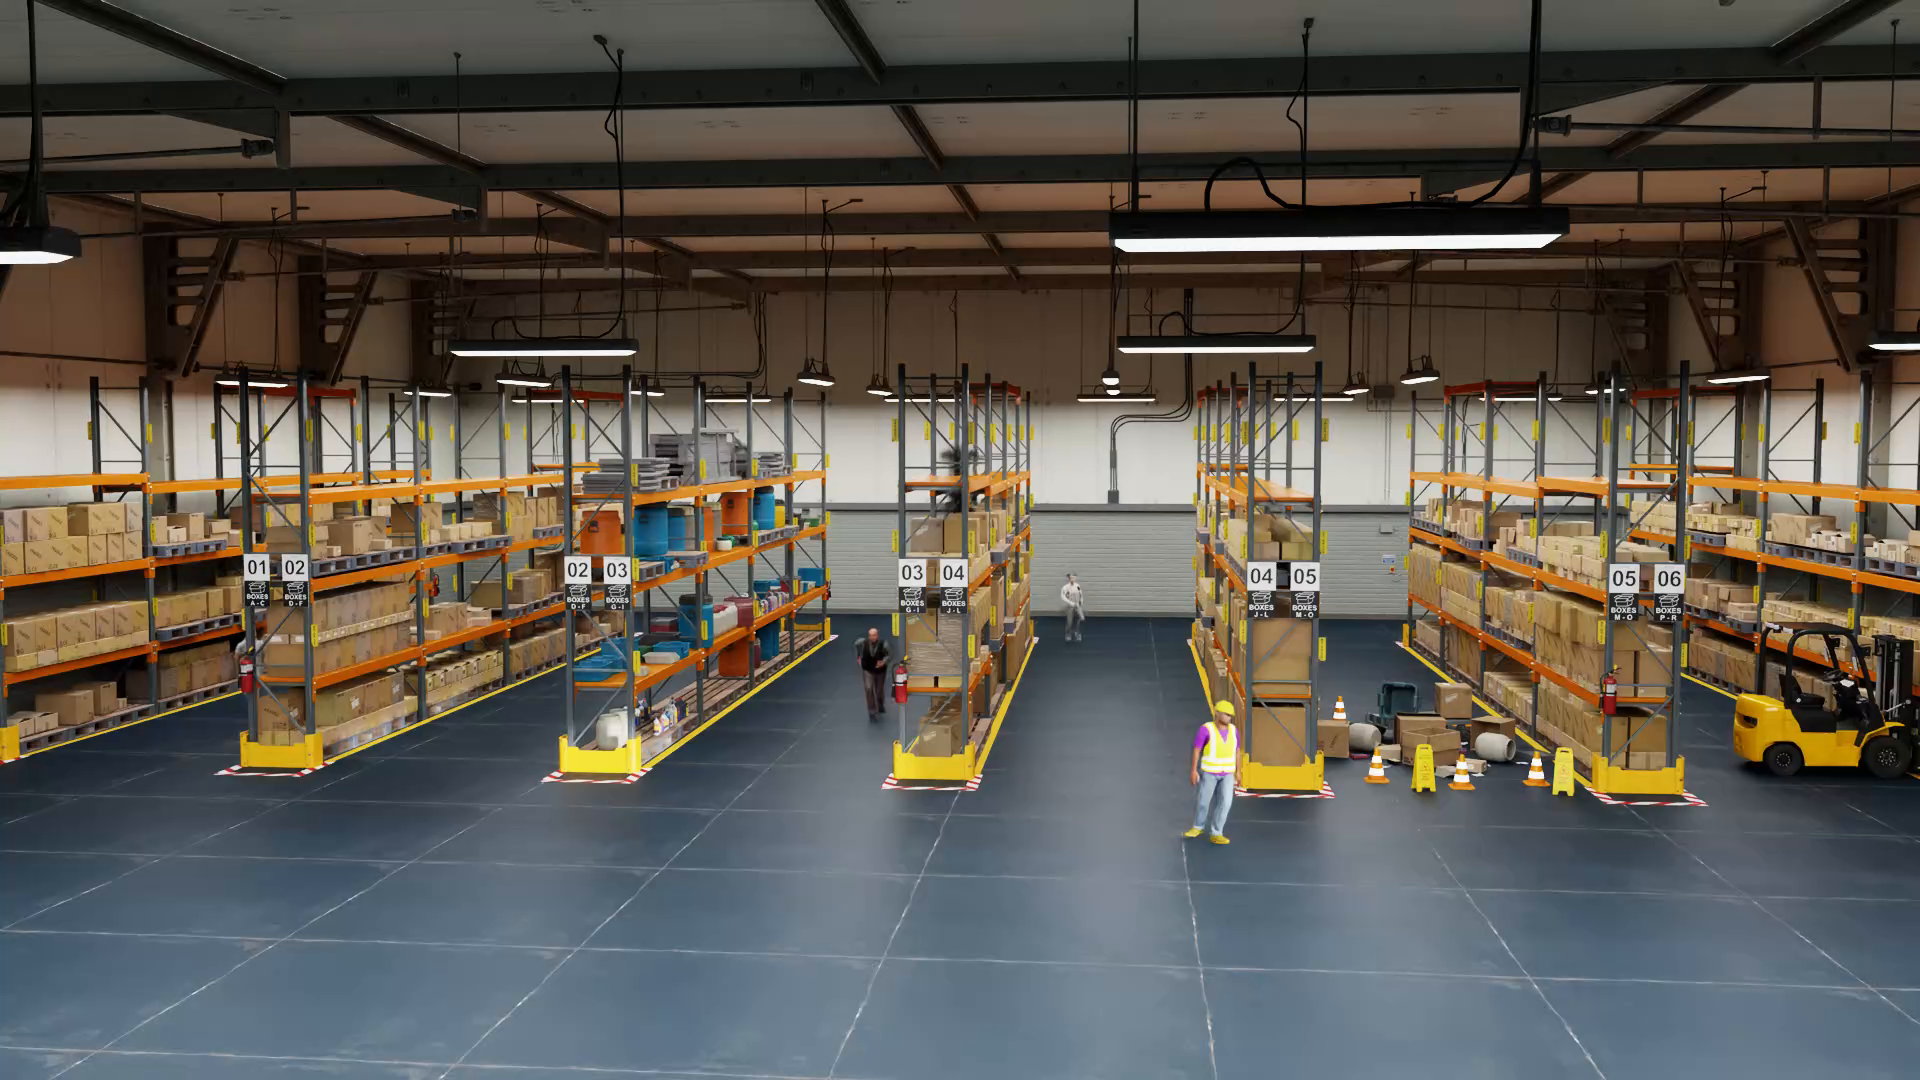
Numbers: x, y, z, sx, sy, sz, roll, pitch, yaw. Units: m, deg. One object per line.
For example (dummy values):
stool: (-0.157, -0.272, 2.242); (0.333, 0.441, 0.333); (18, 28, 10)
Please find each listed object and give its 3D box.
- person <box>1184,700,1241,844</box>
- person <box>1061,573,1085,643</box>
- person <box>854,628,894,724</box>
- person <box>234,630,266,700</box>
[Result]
person: (3.093, 2.826, 20.312); (0.671, 1.742, 0.488); (-1, 4, -15)
person: (2.708, 1.615, 39.832); (0.629, 1.689, 0.634); (-2, 4, -23)
person: (-1.486, 2.343, 29.093); (0.701, 1.688, 0.990); (0, 4, 5)
person: (-12.522, 2.319, 29.434); (0.562, 1.613, 0.659); (-1, 4, -16)
